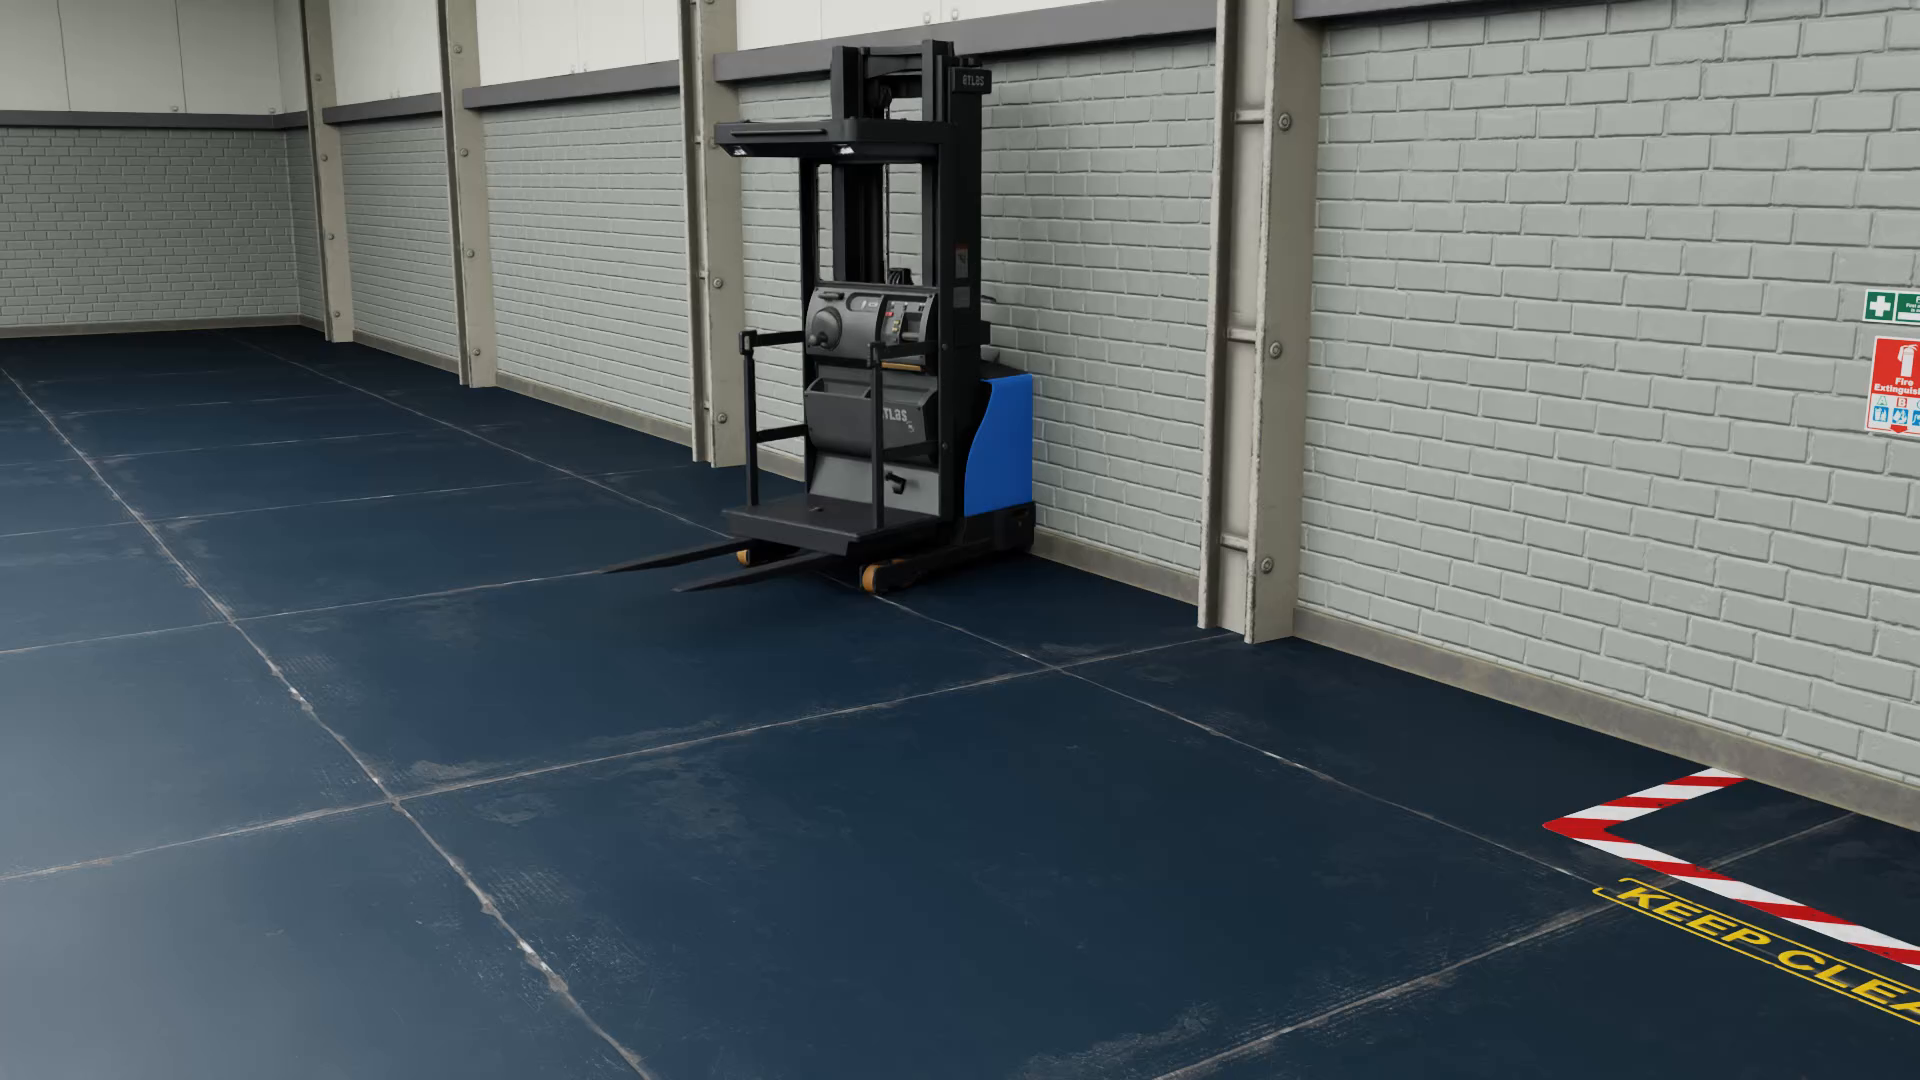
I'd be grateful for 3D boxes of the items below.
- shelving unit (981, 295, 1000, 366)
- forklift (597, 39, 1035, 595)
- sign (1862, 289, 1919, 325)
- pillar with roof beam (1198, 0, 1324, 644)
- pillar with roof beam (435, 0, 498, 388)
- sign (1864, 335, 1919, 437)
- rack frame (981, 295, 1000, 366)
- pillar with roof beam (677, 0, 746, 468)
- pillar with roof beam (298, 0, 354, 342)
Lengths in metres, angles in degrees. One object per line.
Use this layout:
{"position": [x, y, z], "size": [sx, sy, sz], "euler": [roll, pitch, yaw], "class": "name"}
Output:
{"position": [-0.162, -0.800, 10.362], "size": [1.083, 1.500, 0.587], "euler": [0, -4, 41], "class": "shelving unit"}
{"position": [-0.648, -1.256, 9.243], "size": [1.130, 2.935, 3.031], "euler": [10, 16, 39], "class": "forklift"}
{"position": [3.192, -0.776, 5.567], "size": [0.001, 0.109, 0.331], "euler": [-8, 15, -33], "class": "sign"}
{"position": [-2.154, -3.436, 5.008], "size": [9.100, 9.000, 0.400], "euler": [-8, 15, -33], "class": "pillar with roof beam"}
{"position": [-8.802, -5.570, 14.767], "size": [9.100, 9.000, 0.400], "euler": [-8, 15, -33], "class": "pillar with roof beam"}
{"position": [3.196, -0.519, 5.632], "size": [0.001, 0.329, 0.234], "euler": [-8, 15, -33], "class": "sign"}
{"position": [0.213, -0.802, 10.032], "size": [0.032, 1.500, 0.500], "euler": [0, -4, 41], "class": "rack frame"}
{"position": [-5.478, -4.503, 9.888], "size": [9.100, 9.000, 0.400], "euler": [-8, 15, -33], "class": "pillar with roof beam"}
{"position": [-12.127, -6.637, 19.647], "size": [9.100, 9.000, 0.400], "euler": [-8, 15, -33], "class": "pillar with roof beam"}
